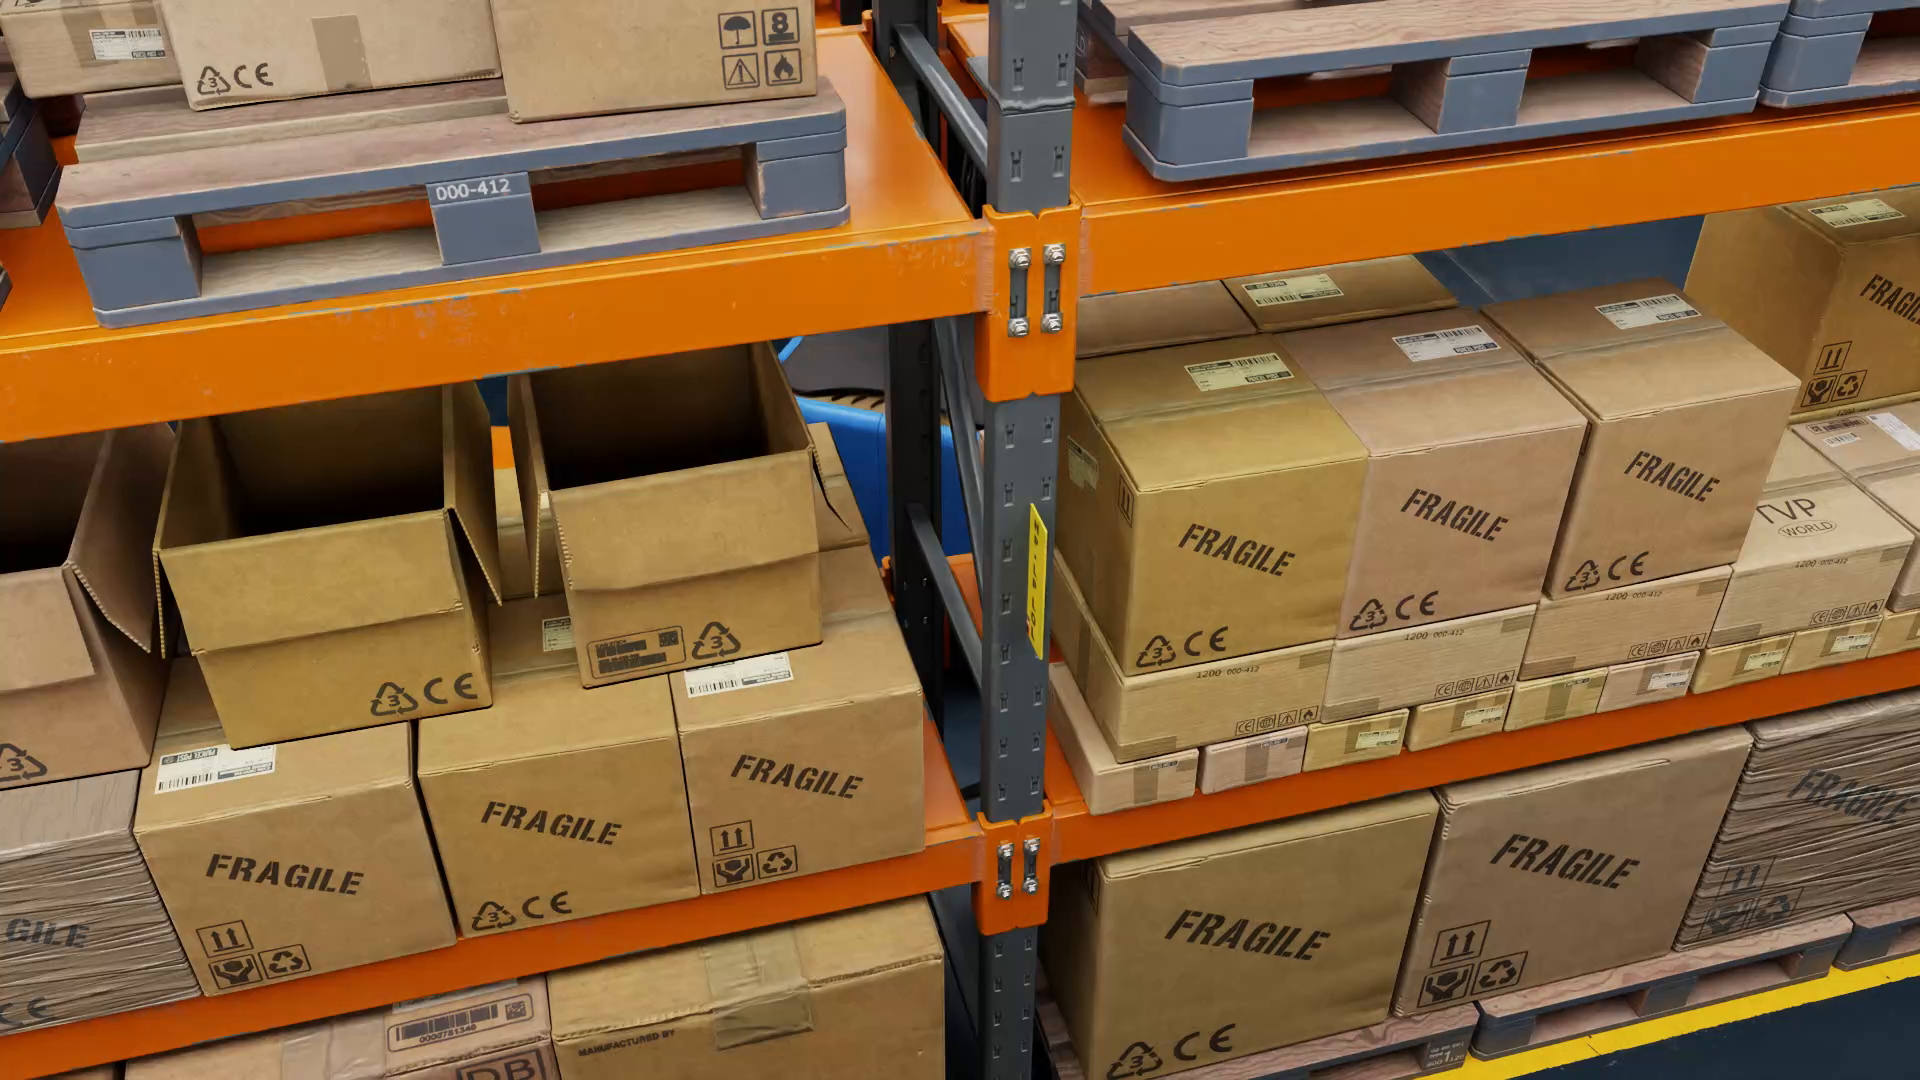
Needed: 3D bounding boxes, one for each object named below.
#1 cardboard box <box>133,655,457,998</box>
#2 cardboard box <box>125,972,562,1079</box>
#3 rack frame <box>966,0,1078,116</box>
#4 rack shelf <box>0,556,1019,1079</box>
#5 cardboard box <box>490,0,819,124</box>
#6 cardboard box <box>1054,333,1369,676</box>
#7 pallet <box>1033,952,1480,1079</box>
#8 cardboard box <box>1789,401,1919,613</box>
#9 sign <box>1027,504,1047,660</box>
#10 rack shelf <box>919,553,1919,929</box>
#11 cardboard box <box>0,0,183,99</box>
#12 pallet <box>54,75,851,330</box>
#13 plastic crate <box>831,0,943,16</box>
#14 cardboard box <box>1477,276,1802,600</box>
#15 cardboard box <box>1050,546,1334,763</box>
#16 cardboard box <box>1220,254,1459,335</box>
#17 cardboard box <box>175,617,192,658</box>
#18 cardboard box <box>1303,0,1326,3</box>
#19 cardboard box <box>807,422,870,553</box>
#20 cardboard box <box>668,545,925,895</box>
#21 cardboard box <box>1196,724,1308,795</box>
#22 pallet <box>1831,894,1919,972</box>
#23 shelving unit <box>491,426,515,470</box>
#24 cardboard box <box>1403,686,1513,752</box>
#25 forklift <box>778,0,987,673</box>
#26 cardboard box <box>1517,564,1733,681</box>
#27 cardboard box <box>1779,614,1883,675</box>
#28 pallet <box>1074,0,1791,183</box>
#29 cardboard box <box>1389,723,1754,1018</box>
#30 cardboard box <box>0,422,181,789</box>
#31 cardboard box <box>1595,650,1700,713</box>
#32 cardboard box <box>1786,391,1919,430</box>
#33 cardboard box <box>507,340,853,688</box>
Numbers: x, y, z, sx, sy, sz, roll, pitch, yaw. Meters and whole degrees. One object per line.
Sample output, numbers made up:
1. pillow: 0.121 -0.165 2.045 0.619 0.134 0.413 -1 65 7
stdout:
1. cardboard box: -1.363 0.551 3.478 0.500 0.500 0.500 -10 38 -12
2. cardboard box: -1.476 1.128 4.210 0.875 0.875 1.225 -11 39 -14
3. rack frame: -0.001 -2.187 2.203 0.127 3.000 1.000 -9 38 -12
4. rack shelf: -1.932 0.798 3.830 4.000 0.370 1.077 -9 38 -12
5. cardboard box: -0.558 -1.104 2.828 0.500 0.500 0.700 -8 38 -11
6. cardboard box: 0.528 -0.087 3.656 0.500 0.500 0.500 -9 38 -12
7. pallet: 0.754 1.229 4.970 1.213 0.211 1.003 -9 38 -12
8. cardboard box: 2.481 -0.103 4.295 0.500 0.250 0.500 -11 39 -13
9. sign: 0.150 0.084 3.284 0.005 0.325 0.100 -9 38 -12
10. rack shelf: 1.930 0.165 4.658 4.000 0.370 1.077 -9 38 -12
11. cardboard box: -1.477 -0.915 2.869 0.250 0.149 0.380 -11 39 -14
12. pallet: -0.873 -0.746 2.944 1.217 0.209 0.805 -11 39 -14
13. plastic crate: -0.365 -2.753 7.778 0.583 0.464 0.402 -9 38 -12
14. cardboard box: 1.507 -0.245 3.863 0.500 0.500 0.500 -10 39 -13
15. cardboard box: 0.521 0.216 3.877 0.500 0.250 0.500 -10 39 -13
16. cardboard box: 0.858 -0.467 4.154 0.500 0.500 0.500 -9 38 -11
17. cardboard box: -1.478 0.241 3.883 0.500 0.500 0.500 -10 39 -13
18. cardboard box: 0.739 -1.401 3.134 0.500 0.500 0.700 -12 39 -15
19. cardboard box: -0.510 0.082 4.091 0.500 0.500 0.500 -9 38 -12
20. cardboard box: -0.381 0.390 3.689 0.500 0.500 0.500 -9 38 -12
21. cardboard box: 0.625 0.402 3.962 0.250 0.149 0.380 -11 39 -13
22. pallet: 3.109 0.842 5.475 1.213 0.211 1.003 -9 38 -12
23. shelving unit: -1.269 0.100 5.694 1.048 1.125 0.538 1 37 1
24. cardboard box: 1.133 0.317 4.073 0.250 0.149 0.380 -10 39 -13
25. forklift: 0.222 -1.562 6.379 1.130 2.935 3.031 12 39 15
26. cardboard box: 1.501 0.055 4.088 0.500 0.250 0.500 -8 38 -11
27. cardboard box: 2.127 0.153 4.287 0.250 0.149 0.380 -9 38 -11
28. pallet: 0.792 -1.084 3.302 1.213 0.211 1.003 -9 38 -12
29. cardboard box: 1.526 0.673 4.805 0.875 0.875 0.875 -9 38 -12
30. cardboard box: -1.877 0.073 3.278 0.637 0.503 0.797 -8 38 -10
31. cardboard box: 1.623 0.238 4.177 0.250 0.149 0.380 -9 38 -11
32. cardboard box: 2.341 -0.415 4.702 0.500 0.250 0.500 -11 39 -13
33. cardboard box: -0.615 -0.136 3.552 0.637 0.503 0.797 -10 39 -13
